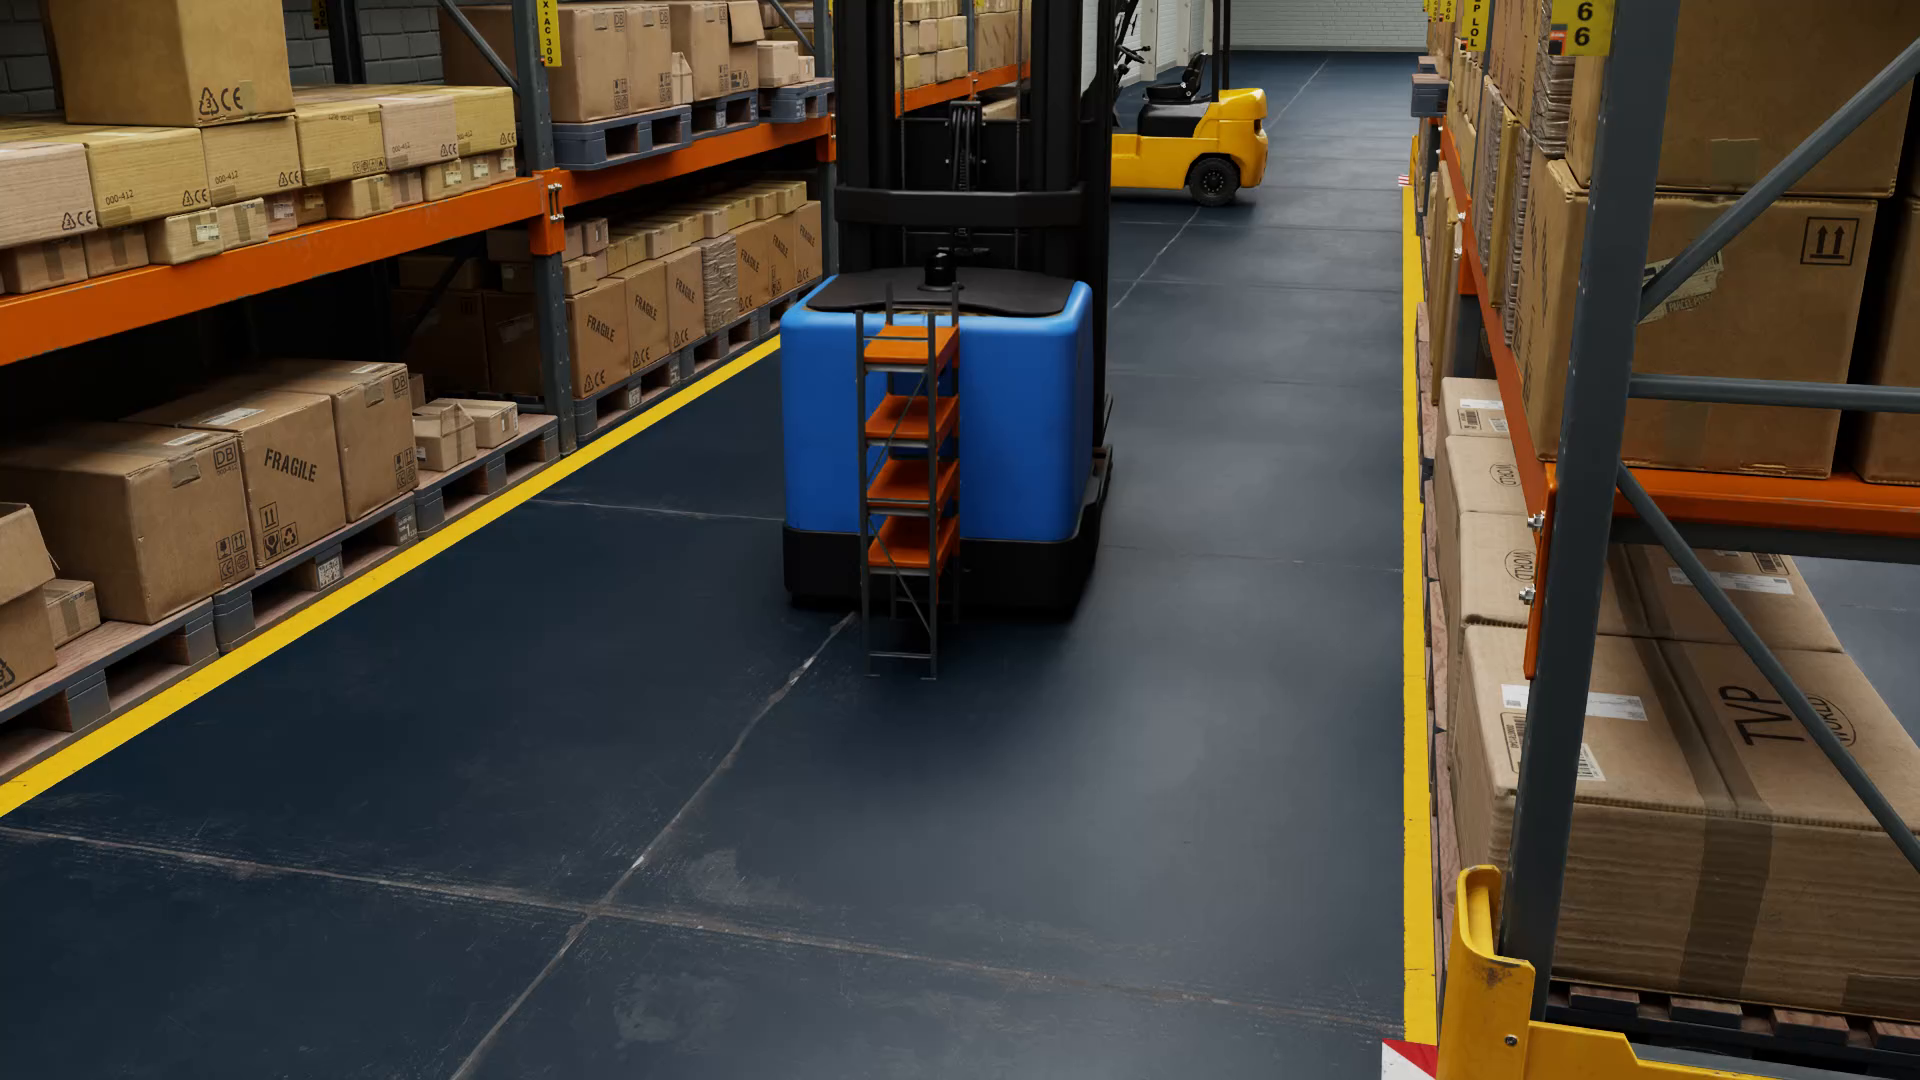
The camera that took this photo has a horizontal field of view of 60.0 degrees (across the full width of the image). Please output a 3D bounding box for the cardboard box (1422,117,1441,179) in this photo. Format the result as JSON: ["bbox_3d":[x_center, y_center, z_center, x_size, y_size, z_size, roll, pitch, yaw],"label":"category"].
[{"bbox_3d":[4.329,-3.440,14.561,0.500,0.500,0.500,4,19,13],"label":"cardboard box"}]

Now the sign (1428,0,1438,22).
[{"bbox_3d":[3.917,-4.431,13.679,0.100,0.325,0.005,5,19,13],"label":"sign"}]

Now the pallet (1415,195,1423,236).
[{"bbox_3d":[4.575,-2.874,14.776,1.003,0.211,1.213,5,19,13],"label":"pallet"}]

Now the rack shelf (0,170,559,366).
[{"bbox_3d":[-2.813,-0.897,5.785,1.077,0.370,4.000,5,19,13],"label":"rack shelf"}]

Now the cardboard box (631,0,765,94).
[{"bbox_3d":[-1.566,-2.839,9.549,0.797,0.503,0.637,4,19,12],"label":"cardboard box"}]

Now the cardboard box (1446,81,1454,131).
[{"bbox_3d":[3.104,-2.522,9.664,0.500,0.250,0.500,4,19,12],"label":"cardboard box"}]

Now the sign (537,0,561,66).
[{"bbox_3d":[-1.796,-2.233,7.246,0.100,0.325,0.005,5,19,13],"label":"sign"}]

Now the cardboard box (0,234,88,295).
[{"bbox_3d":[-2.786,-0.816,4.823,0.380,0.149,0.250,5,20,15],"label":"cardboard box"}]

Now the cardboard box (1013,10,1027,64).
[{"bbox_3d":[0.370,-5.016,16.579,0.500,0.500,0.500,5,19,14],"label":"cardboard box"}]

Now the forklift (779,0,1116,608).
[{"bbox_3d":[0.088,-1.587,6.799,1.130,2.935,3.031,3,19,8],"label":"forklift"}]

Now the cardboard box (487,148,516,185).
[{"bbox_3d":[-2.157,-1.625,7.194,0.380,0.149,0.250,5,19,14],"label":"cardboard box"}]

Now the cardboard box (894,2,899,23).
[{"bbox_3d":[-0.678,-3.954,12.465,0.380,0.149,0.250,5,20,15],"label":"cardboard box"}]

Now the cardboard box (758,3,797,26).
[{"bbox_3d":[-1.385,-3.757,11.888,0.380,0.149,0.250,5,19,13],"label":"cardboard box"}]

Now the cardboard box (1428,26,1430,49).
[{"bbox_3d":[4.914,-5.133,16.461,0.500,0.500,0.500,5,20,15],"label":"cardboard box"}]

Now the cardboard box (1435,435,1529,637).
[{"bbox_3d":[2.015,0.010,5.333,0.875,0.438,0.875,4,19,12],"label":"cardboard box"}]

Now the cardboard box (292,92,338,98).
[{"bbox_3d":[-2.823,-1.642,6.626,0.500,0.250,0.500,4,19,13],"label":"cardboard box"}]

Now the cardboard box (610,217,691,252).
[{"bbox_3d":[-1.720,-1.692,9.216,0.380,0.149,0.250,5,20,15],"label":"cardboard box"}]

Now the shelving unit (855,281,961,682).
[{"bbox_3d":[-0.158,-0.198,5.405,0.258,1.200,0.503,3,19,8],"label":"shelving unit"}]

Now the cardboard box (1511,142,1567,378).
[{"bbox_3d":[1.511,-0.595,3.634,0.500,0.500,0.500,4,19,12],"label":"cardboard box"}]

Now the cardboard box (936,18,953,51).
[{"bbox_3d":[-0.360,-4.201,13.805,0.500,0.250,0.500,4,19,12],"label":"cardboard box"}]

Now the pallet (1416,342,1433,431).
[{"bbox_3d":[2.902,-0.785,8.659,1.003,0.211,1.213,5,19,13],"label":"pallet"}]

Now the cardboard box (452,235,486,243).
[{"bbox_3d":[-2.403,-1.485,8.607,0.380,0.149,0.250,5,19,14],"label":"cardboard box"}]

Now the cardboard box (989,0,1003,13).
[{"bbox_3d":[0.194,-5.041,15.649,0.380,0.149,0.250,5,20,15],"label":"cardboard box"}]

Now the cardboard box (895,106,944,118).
[{"bbox_3d":[-0.437,-3.912,15.556,0.500,0.250,0.500,5,20,14],"label":"cardboard box"}]

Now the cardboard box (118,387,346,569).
[{"bbox_3d":[-2.587,-0.233,5.946,0.500,0.500,0.500,5,19,14],"label":"cardboard box"}]

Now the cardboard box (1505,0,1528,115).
[{"bbox_3d":[1.748,-1.388,4.409,0.500,0.500,0.500,5,19,13],"label":"cardboard box"}]

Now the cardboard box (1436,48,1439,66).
[{"bbox_3d":[3.658,-3.506,12.050,0.380,0.149,0.250,5,20,15],"label":"cardboard box"}]

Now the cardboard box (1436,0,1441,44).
[{"bbox_3d":[3.681,-3.770,11.821,0.500,0.500,0.500,4,19,11],"label":"cardboard box"}]

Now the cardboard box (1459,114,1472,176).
[{"bbox_3d":[2.481,-1.722,7.321,0.500,0.250,0.500,4,19,13],"label":"cardboard box"}]

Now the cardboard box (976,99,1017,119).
[{"bbox_3d":[0.298,-4.185,16.358,0.500,0.250,0.500,5,20,15],"label":"cardboard box"}]

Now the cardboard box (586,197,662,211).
[{"bbox_3d":[-2.024,-1.973,10.036,0.380,0.149,0.250,4,19,12],"label":"cardboard box"}]

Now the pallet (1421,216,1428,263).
[{"bbox_3d":[4.256,-2.417,13.437,1.003,0.211,1.213,5,19,13],"label":"pallet"}]

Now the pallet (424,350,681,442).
[{"bbox_3d":[-2.162,-0.802,8.710,1.003,0.211,1.213,5,19,13],"label":"pallet"}]

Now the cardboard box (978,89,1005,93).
[{"bbox_3d":[0.188,-4.703,17.874,0.500,0.250,0.500,5,19,13],"label":"cardboard box"}]

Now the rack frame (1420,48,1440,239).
[{"bbox_3d":[4.445,-3.981,13.701,1.000,3.000,0.127,5,19,13],"label":"rack frame"}]

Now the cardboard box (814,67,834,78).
[{"bbox_3d":[-1.001,-3.166,11.549,0.500,0.250,0.500,5,19,14],"label":"cardboard box"}]

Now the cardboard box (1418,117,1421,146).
[{"bbox_3d":[4.952,-4.248,16.929,0.500,0.500,0.500,4,19,12],"label":"cardboard box"}]

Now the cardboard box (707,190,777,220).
[{"bbox_3d":[-1.365,-2.099,10.405,0.380,0.149,0.250,4,19,12],"label":"cardboard box"}]

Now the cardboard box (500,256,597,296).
[{"bbox_3d":[-1.978,-1.278,8.003,0.380,0.149,0.250,6,20,16],"label":"cardboard box"}]

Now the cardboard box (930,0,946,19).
[{"bbox_3d":[-0.330,-4.353,13.634,0.380,0.149,0.250,4,19,12],"label":"cardboard box"}]

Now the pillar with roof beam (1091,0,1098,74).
[{"bbox_3d":[6.670,-11.738,27.132,9.100,9.000,0.400,5,19,13],"label":"pillar with roof beam"}]

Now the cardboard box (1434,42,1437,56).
[{"bbox_3d":[4.312,-4.328,14.102,0.500,0.500,0.500,4,19,12],"label":"cardboard box"}]

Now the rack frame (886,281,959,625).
[{"bbox_3d":[-0.124,-0.277,5.633,0.240,1.200,0.015,3,19,8],"label":"rack frame"}]

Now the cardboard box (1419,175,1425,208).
[{"bbox_3d":[4.329,-3.085,14.682,0.500,0.250,0.500,6,20,16],"label":"cardboard box"}]

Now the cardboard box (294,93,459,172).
[{"bbox_3d":[-2.320,-1.597,6.493,0.500,0.250,0.500,5,19,14],"label":"cardboard box"}]

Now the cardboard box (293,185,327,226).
[{"bbox_3d":[-2.537,-1.224,6.019,0.380,0.149,0.250,5,19,14],"label":"cardboard box"}]

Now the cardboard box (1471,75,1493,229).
[{"bbox_3d":[2.122,-1.394,5.973,0.500,0.500,0.500,5,20,15],"label":"cardboard box"}]

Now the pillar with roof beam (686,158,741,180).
[{"bbox_3d":[2.272,-6.096,10.614,9.100,9.000,0.400,5,19,13],"label":"pillar with roof beam"}]

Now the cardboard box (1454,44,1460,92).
[{"bbox_3d":[2.843,-2.436,8.637,0.500,0.250,0.500,5,19,13],"label":"cardboard box"}]

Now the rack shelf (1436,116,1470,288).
[{"bbox_3d":[2.979,-1.760,8.311,1.077,0.370,4.000,5,19,13],"label":"rack shelf"}]

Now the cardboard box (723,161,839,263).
[{"bbox_3d":[-1.181,-2.387,12.060,0.875,0.625,0.625,5,20,15],"label":"cardboard box"}]

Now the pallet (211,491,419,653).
[{"bbox_3d":[-2.789,0.055,6.202,1.003,0.211,1.213,5,19,13],"label":"pallet"}]

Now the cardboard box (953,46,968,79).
[{"bbox_3d":[-0.239,-4.122,14.346,0.500,0.250,0.500,5,20,15],"label":"cardboard box"}]

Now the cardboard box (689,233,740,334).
[{"bbox_3d":[-1.608,-1.499,9.654,0.500,0.500,0.500,4,19,11],"label":"cardboard box"}]

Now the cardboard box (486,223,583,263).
[{"bbox_3d":[-2.037,-1.424,7.969,0.380,0.149,0.250,4,19,12],"label":"cardboard box"}]

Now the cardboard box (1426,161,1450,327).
[{"bbox_3d":[3.218,-1.710,9.691,0.875,0.875,0.875,4,19,13],"label":"cardboard box"}]
